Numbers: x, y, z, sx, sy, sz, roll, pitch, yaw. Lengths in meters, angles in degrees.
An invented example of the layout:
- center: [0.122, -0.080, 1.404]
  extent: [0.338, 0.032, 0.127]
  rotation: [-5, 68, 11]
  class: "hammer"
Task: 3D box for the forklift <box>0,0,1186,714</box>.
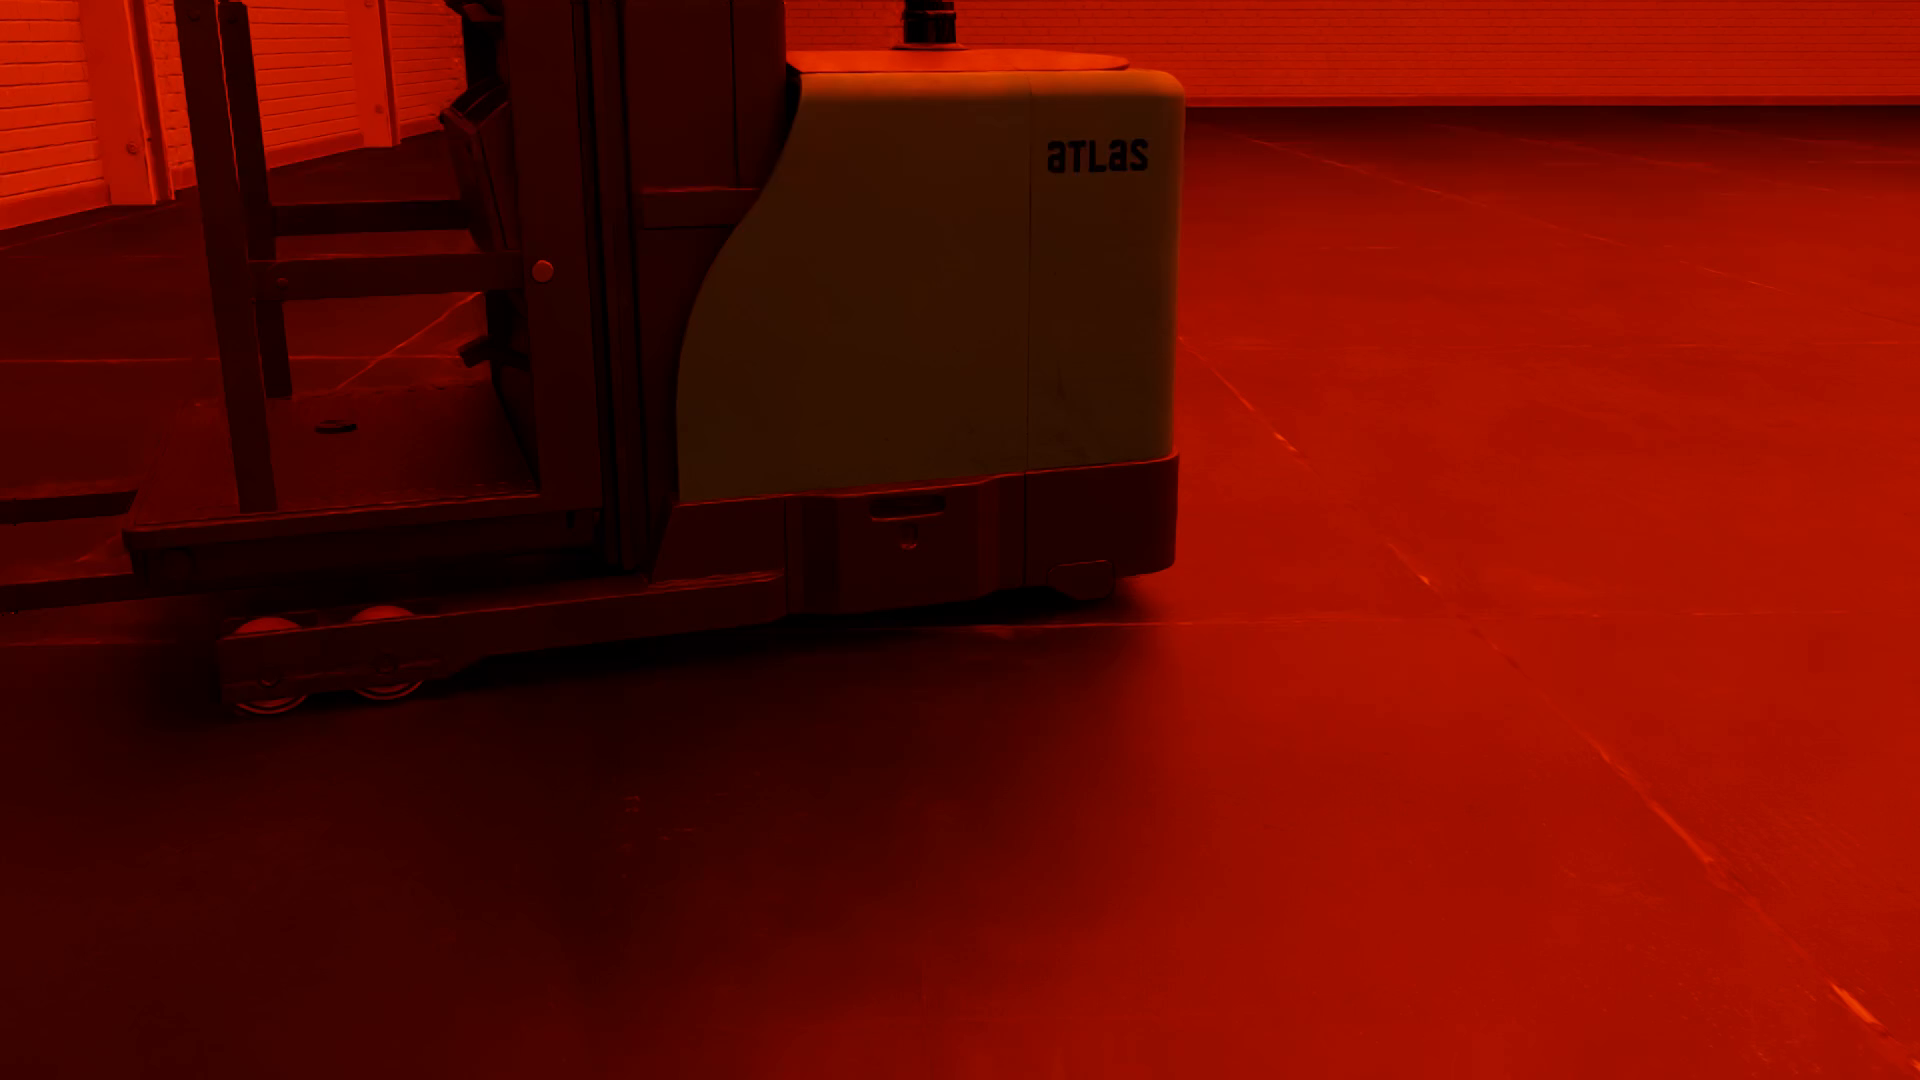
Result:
- center: [-1.117, -1.270, 3.058]
  extent: [3.031, 2.935, 1.130]
  rotation: [-6, 18, -19]
  class: "forklift"
